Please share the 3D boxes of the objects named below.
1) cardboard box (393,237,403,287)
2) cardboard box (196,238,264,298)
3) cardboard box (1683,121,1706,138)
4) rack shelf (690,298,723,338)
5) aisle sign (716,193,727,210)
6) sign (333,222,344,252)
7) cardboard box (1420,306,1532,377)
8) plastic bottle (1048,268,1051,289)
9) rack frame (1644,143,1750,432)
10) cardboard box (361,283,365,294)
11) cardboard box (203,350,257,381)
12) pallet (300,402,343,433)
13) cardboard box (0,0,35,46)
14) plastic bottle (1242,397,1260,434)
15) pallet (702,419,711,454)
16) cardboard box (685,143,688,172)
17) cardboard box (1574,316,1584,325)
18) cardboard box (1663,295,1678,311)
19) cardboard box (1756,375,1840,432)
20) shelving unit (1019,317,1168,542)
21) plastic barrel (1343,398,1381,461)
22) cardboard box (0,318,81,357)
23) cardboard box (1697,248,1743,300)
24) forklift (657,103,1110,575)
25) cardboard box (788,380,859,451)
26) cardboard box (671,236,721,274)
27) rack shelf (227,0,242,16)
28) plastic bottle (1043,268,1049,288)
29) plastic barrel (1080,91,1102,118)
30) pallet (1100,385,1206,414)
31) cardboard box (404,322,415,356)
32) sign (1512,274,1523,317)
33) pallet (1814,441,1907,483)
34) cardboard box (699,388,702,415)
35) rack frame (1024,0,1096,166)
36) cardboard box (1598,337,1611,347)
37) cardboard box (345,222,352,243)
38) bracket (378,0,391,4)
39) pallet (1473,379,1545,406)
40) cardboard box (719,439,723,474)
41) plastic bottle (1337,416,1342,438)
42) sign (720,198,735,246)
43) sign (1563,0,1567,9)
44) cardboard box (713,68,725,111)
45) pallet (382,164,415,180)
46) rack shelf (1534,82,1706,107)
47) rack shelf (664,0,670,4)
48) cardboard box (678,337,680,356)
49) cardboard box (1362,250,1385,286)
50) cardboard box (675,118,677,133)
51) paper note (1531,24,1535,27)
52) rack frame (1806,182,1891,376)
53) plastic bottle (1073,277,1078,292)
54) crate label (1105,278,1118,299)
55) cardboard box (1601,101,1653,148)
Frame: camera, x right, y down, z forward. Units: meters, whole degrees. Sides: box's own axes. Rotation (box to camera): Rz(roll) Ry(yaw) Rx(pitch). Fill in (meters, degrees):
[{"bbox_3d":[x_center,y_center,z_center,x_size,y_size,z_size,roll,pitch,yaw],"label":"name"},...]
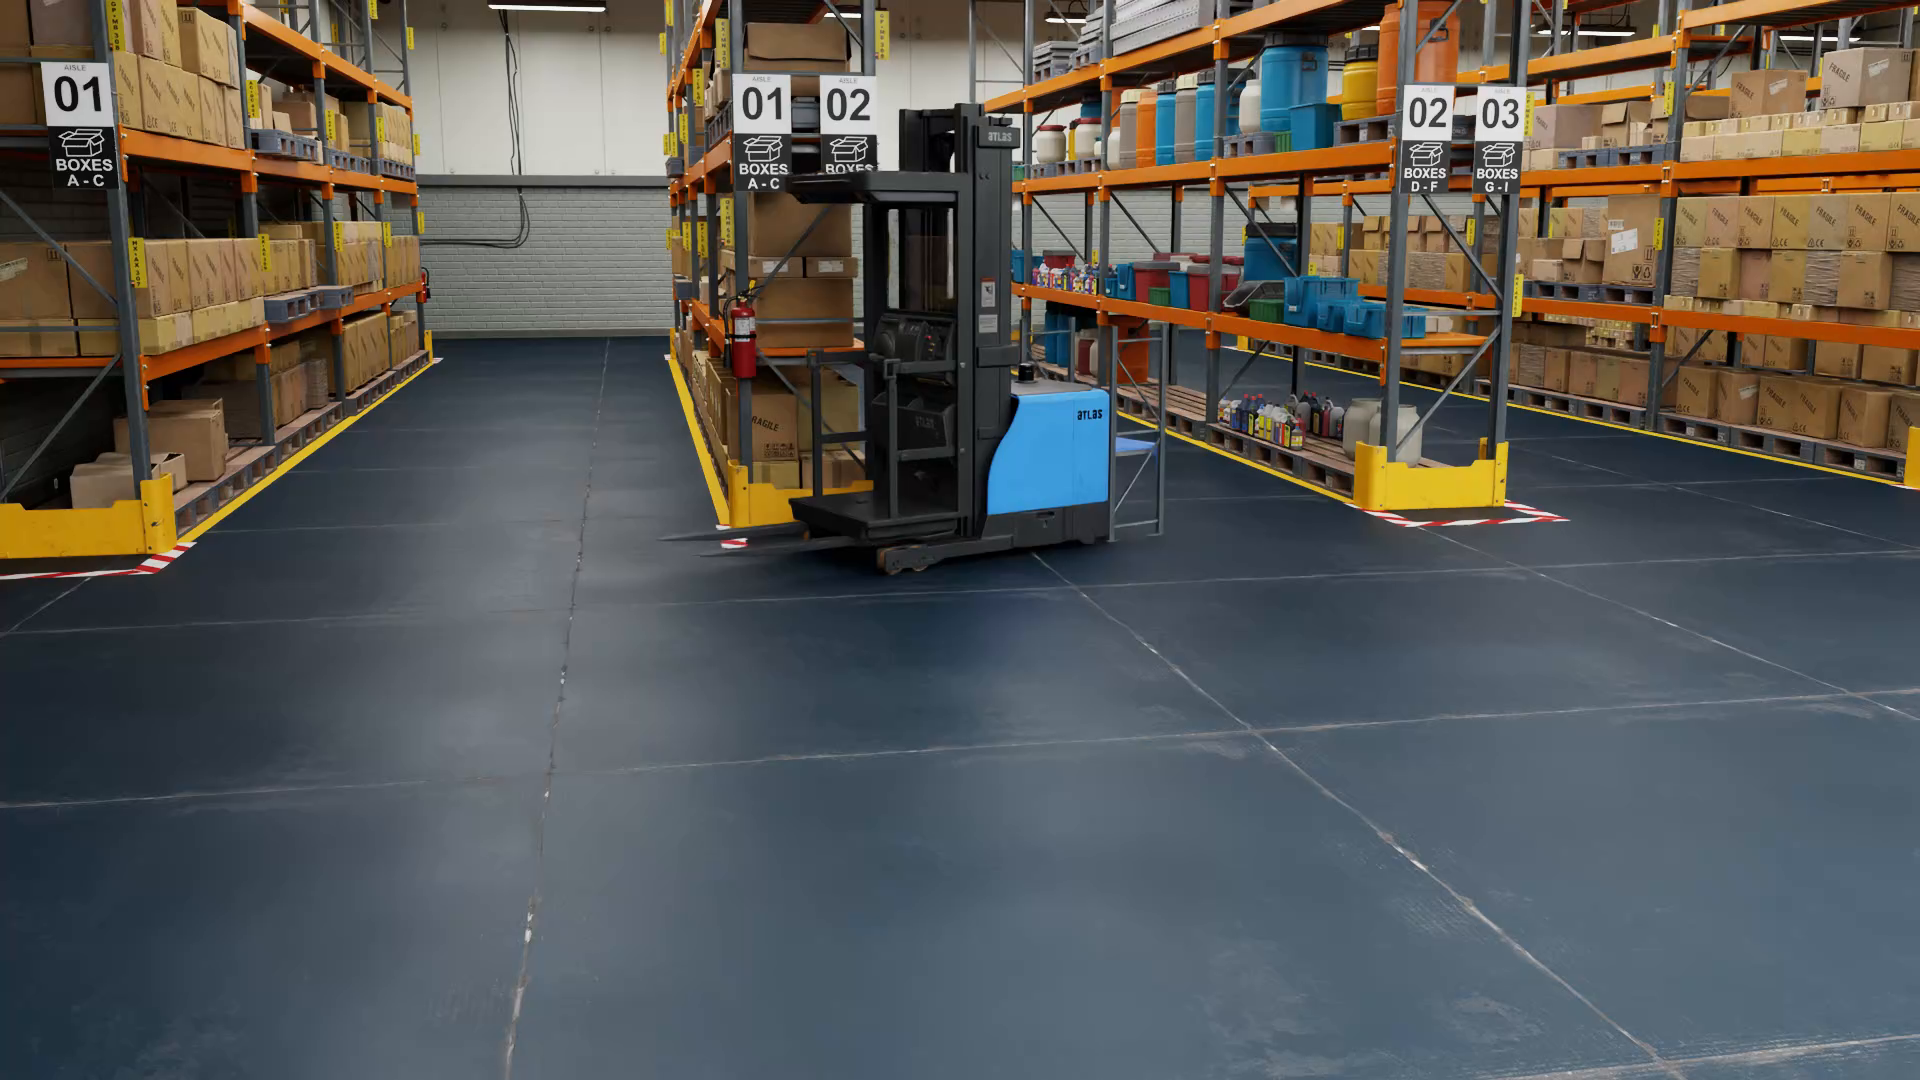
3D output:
[{"bbox_3d":[-8.508,-3.962,23.686,0.980,0.700,0.700,-2,11,-12],"label":"cardboard box"},{"bbox_3d":[-6.331,-2.342,14.320,0.500,0.500,0.500,-2,11,-11],"label":"cardboard box"},{"bbox_3d":[7.611,-4.178,16.938,0.380,0.149,0.250,-2,11,-13],"label":"cardboard box"},{"bbox_3d":[-2.257,-2.307,17.719,1.077,0.370,4.000,-2,11,-11],"label":"rack shelf"},{"bbox_3d":[-3.914,-5.795,27.169,0.394,0.787,0.004,-2,11,-11],"label":"aisle sign"},{"bbox_3d":[-6.974,-3.398,18.641,0.100,0.325,0.005,-2,11,-11],"label":"sign"},{"bbox_3d":[6.958,-2.677,22.297,1.225,0.875,0.875,-3,11,-14],"label":"cardboard box"},{"bbox_3d":[1.261,-3.637,23.097,0.061,0.283,0.133,-2,11,-11],"label":"plastic bottle"},{"bbox_3d":[7.850,-2.653,17.614,1.000,3.000,0.127,-2,11,-11],"label":"rack frame"},{"bbox_3d":[-7.735,-3.180,21.001,0.380,0.149,0.250,-2,11,-13],"label":"cardboard box"},{"bbox_3d":[-6.975,-1.684,16.027,0.500,0.250,0.500,-2,11,-12],"label":"cardboard box"},{"bbox_3d":[-7.354,-1.333,18.136,1.003,0.211,1.213,-2,11,-11],"label":"pallet"},{"bbox_3d":[-6.288,-3.472,10.901,0.500,0.500,0.500,-2,11,-8],"label":"cardboard box"},{"bbox_3d":[2.778,-1.190,15.835,0.144,0.351,0.185,-3,11,-13],"label":"plastic bottle"},{"bbox_3d":[-2.049,-1.058,16.688,1.003,0.211,1.213,-2,11,-11],"label":"pallet"},{"bbox_3d":[-2.863,-4.722,20.195,0.910,0.500,0.500,-2,11,-11],"label":"cardboard box"},{"bbox_3d":[10.529,-3.673,27.880,0.380,0.149,0.250,-3,11,-13],"label":"cardboard box"},{"bbox_3d":[7.597,-2.479,17.373,0.380,0.149,0.250,-2,11,-11],"label":"cardboard box"},{"bbox_3d":[8.205,-1.341,16.281,0.500,0.500,0.500,-3,11,-16],"label":"cardboard box"},{"bbox_3d":[0.943,-0.827,12.031,0.538,1.500,1.048,-8,13,-35],"label":"shelving unit"},{"bbox_3d":[3.469,-0.933,14.109,0.421,0.512,0.421,0,11,0],"label":"plastic barrel"},{"bbox_3d":[-6.229,-1.394,11.346,0.500,0.250,0.500,-2,11,-10],"label":"cardboard box"},{"bbox_3d":[7.940,-2.671,16.643,0.875,0.500,0.500,-2,11,-11],"label":"cardboard box"},{"bbox_3d":[-0.476,-1.333,10.859,3.031,2.935,1.130,-7,13,-33],"label":"forklift"},{"bbox_3d":[-1.075,-0.982,13.059,0.500,0.500,0.500,-2,11,-11],"label":"cardboard box"},{"bbox_3d":[-3.551,-3.921,22.886,0.700,0.500,0.500,-6,12,-30],"label":"cardboard box"},{"bbox_3d":[-6.337,-4.338,12.354,1.077,0.370,4.000,-2,11,-11],"label":"rack shelf"},{"bbox_3d":[1.219,-3.689,23.400,0.097,0.271,0.097,0,11,0],"label":"plastic bottle"},{"bbox_3d":[1.918,-5.559,22.394,0.600,0.901,0.708,-2,11,-11],"label":"plastic barrel"},{"bbox_3d":[2.326,-1.693,20.029,1.003,0.211,1.213,-2,11,-11],"label":"pallet"},{"bbox_3d":[-8.728,-3.075,25.395,0.700,0.500,0.500,-2,11,-11],"label":"cardboard box"},{"bbox_3d":[4.310,-1.895,12.888,0.100,0.325,0.005,-2,11,-11],"label":"sign"},{"bbox_3d":[8.490,-0.714,14.883,1.003,0.211,1.213,-2,11,-11],"label":"pallet"},{"bbox_3d":[-2.527,-1.495,17.758,0.500,0.250,0.500,-2,11,-10],"label":"cardboard box"},{"bbox_3d":[1.436,-6.887,23.815,1.000,3.000,0.127,-2,11,-11],"label":"rack frame"},{"bbox_3d":[10.685,-3.244,27.222,0.380,0.149,0.250,-2,11,-13],"label":"cardboard box"},{"bbox_3d":[-7.445,-3.611,19.524,0.500,0.250,0.500,-2,11,-12],"label":"cardboard box"},{"bbox_3d":[-10.627,-10.016,30.628,0.235,0.232,0.430,-2,11,-11],"label":"bracket"},{"bbox_3d":[7.223,-1.874,20.976,1.003,0.211,1.213,-2,11,-11],"label":"pallet"},{"bbox_3d":[-1.692,-0.686,13.509,0.500,0.250,0.500,-2,11,-11],"label":"cardboard box"},{"bbox_3d":[3.577,-1.062,15.560,0.097,0.201,0.097,0,11,0],"label":"plastic bottle"},{"bbox_3d":[-1.625,-2.228,11.650,0.100,0.325,0.005,-2,11,-11],"label":"sign"},{"bbox_3d":[7.602,-6.853,20.926,0.100,0.325,0.005,-2,11,-11],"label":"sign"},{"bbox_3d":[-1.681,-3.568,13.141,0.500,0.311,0.500,-1,11,-4],"label":"cardboard box"},{"bbox_3d":[-8.906,-5.608,25.353,1.003,0.211,1.213,-2,11,-11],"label":"pallet"},{"bbox_3d":[10.790,-7.241,27.607,1.077,0.370,4.000,-2,11,-11],"label":"rack shelf"},{"bbox_3d":[-3.813,-8.354,24.556,1.077,0.370,4.000,-2,11,-11],"label":"rack shelf"},{"bbox_3d":[-3.959,-2.888,24.861,0.500,0.311,0.500,-2,11,-11],"label":"cardboard box"},{"bbox_3d":[6.237,-3.984,24.338,0.500,0.500,0.500,-2,11,-11],"label":"cardboard box"},{"bbox_3d":[-4.071,-6.320,25.915,0.700,0.500,0.500,-2,11,-11],"label":"cardboard box"},{"bbox_3d":[9.963,-8.941,28.907,0.001,0.032,0.123,-2,11,-11],"label":"paper note"},{"bbox_3d":[11.957,-3.549,22.318,1.000,3.000,0.127,-2,11,-11],"label":"rack frame"},{"bbox_3d":[1.535,-3.357,21.842,0.097,0.201,0.097,0,11,0],"label":"plastic bottle"},{"bbox_3d":[1.928,-3.034,20.060,0.303,0.233,0.416,-2,11,-11],"label":"crate label"},{"bbox_3d":[7.672,-4.646,18.664,0.797,0.503,0.637,-2,11,-9],"label":"cardboard box"}]
